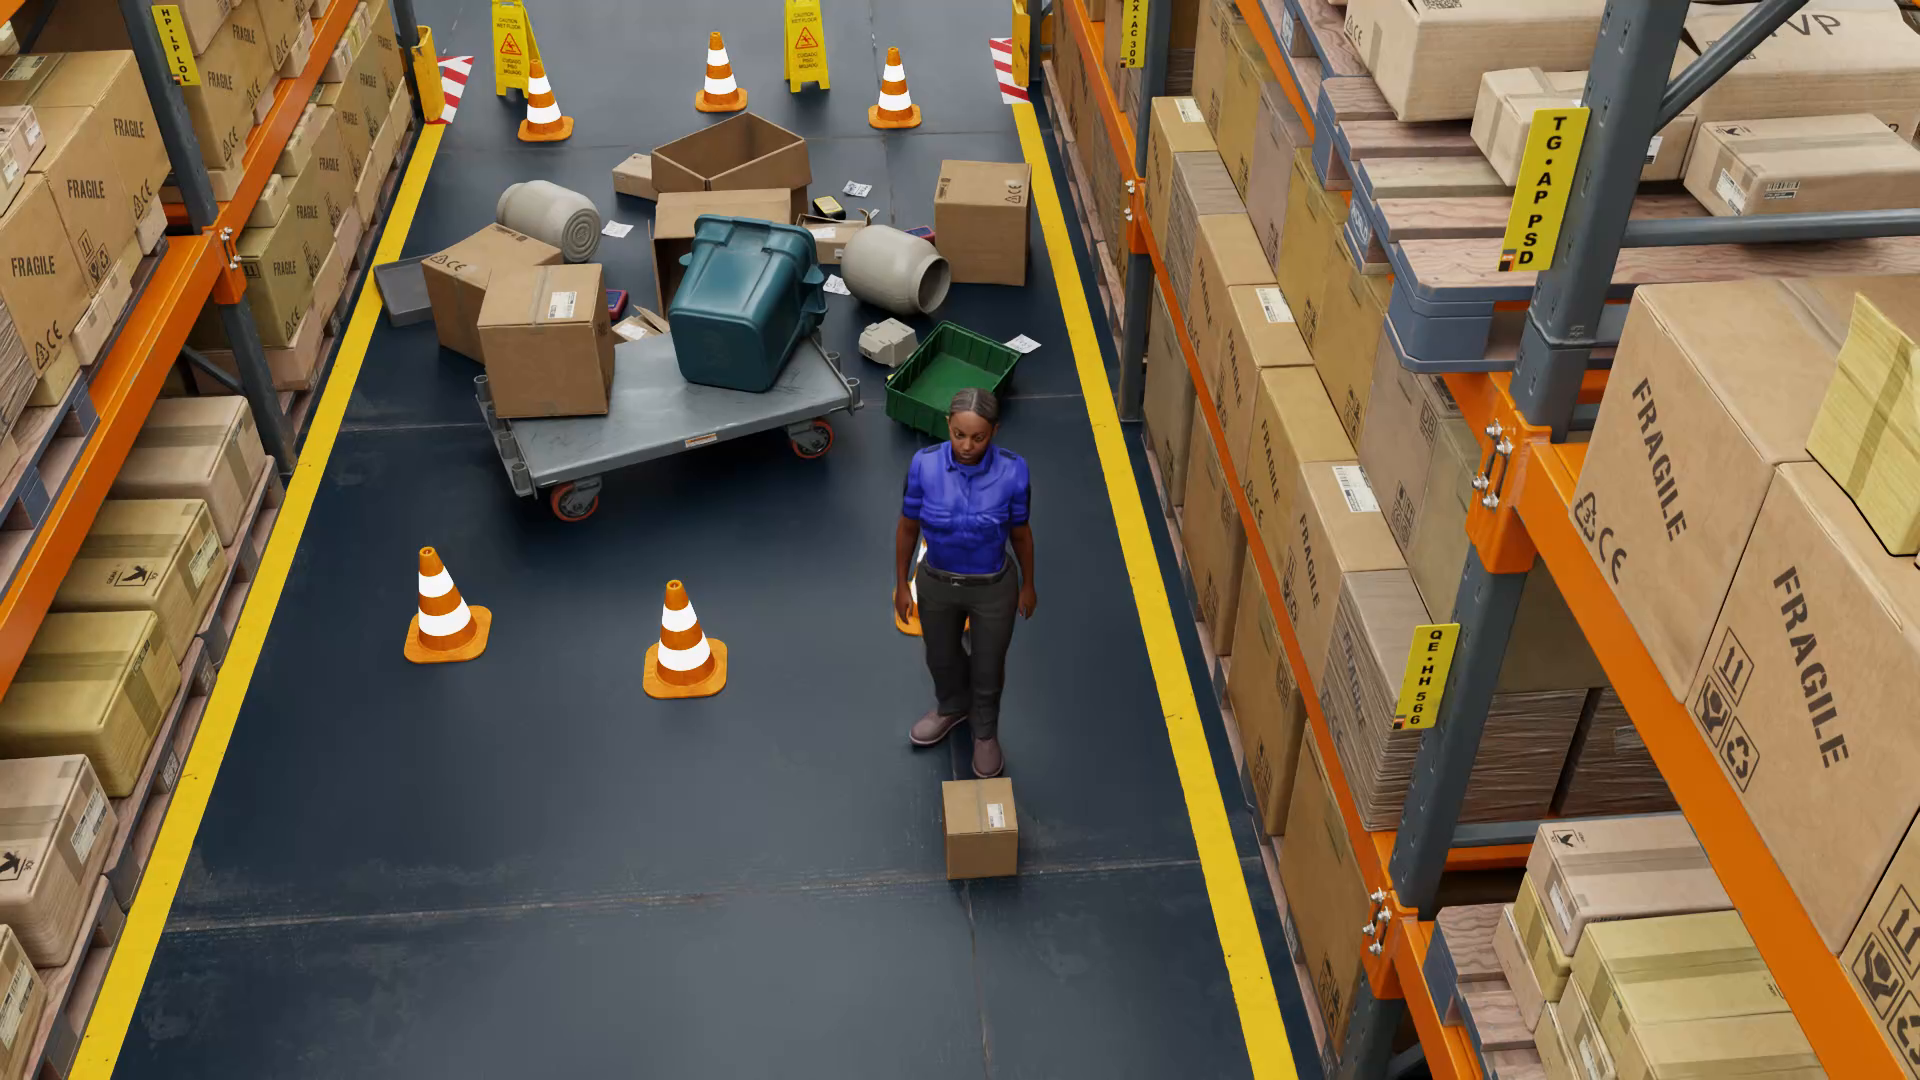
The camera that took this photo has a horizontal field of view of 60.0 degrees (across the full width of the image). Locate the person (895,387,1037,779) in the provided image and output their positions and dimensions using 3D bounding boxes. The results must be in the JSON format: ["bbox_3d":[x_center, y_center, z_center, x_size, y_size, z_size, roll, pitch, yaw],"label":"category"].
[{"bbox_3d":[0.023,0.153,5.948,0.502,1.653,0.388,4,40,5],"label":"person"}]
